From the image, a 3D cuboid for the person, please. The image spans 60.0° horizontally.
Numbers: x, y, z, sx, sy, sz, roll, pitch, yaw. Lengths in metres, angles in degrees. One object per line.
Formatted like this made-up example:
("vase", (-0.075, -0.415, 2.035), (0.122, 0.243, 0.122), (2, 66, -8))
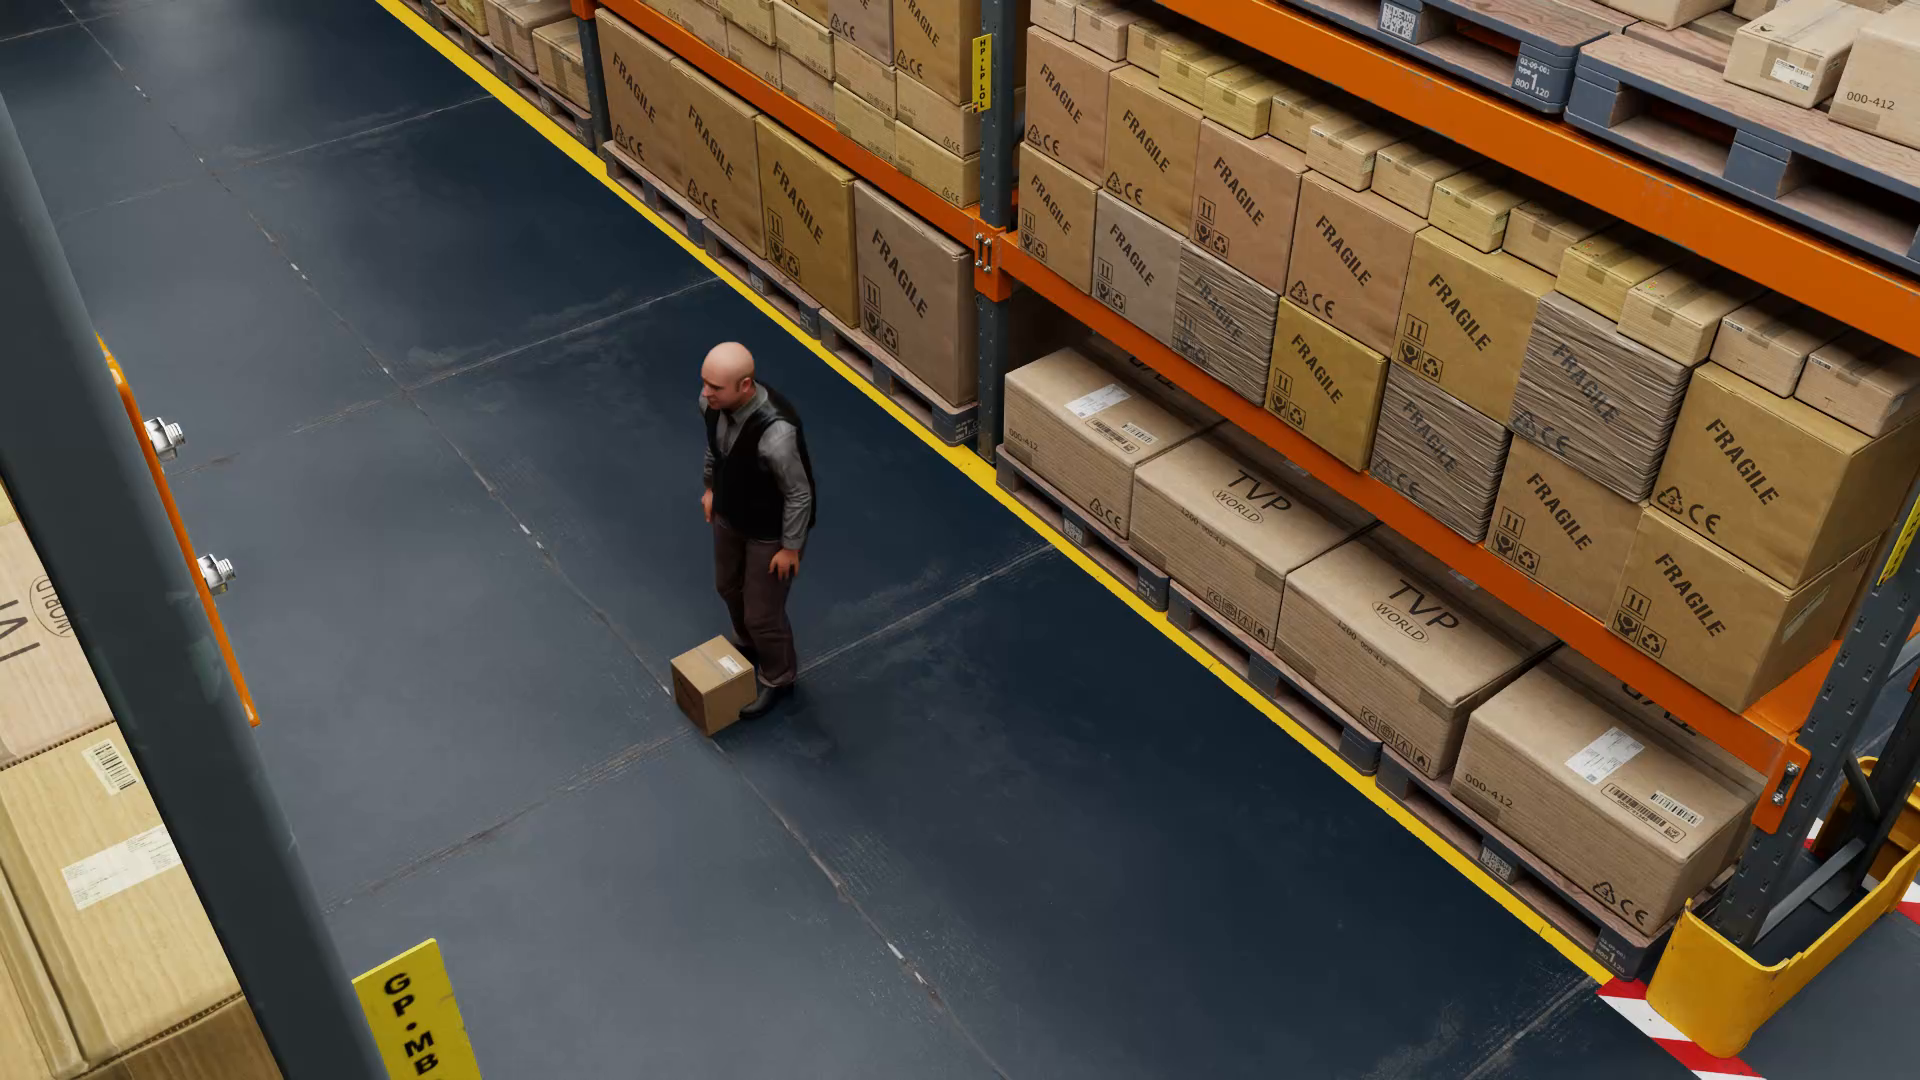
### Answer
("person", (-0.809, -0.065, 6.514), (0.475, 1.720, 0.587), (-29, 48, -30))
